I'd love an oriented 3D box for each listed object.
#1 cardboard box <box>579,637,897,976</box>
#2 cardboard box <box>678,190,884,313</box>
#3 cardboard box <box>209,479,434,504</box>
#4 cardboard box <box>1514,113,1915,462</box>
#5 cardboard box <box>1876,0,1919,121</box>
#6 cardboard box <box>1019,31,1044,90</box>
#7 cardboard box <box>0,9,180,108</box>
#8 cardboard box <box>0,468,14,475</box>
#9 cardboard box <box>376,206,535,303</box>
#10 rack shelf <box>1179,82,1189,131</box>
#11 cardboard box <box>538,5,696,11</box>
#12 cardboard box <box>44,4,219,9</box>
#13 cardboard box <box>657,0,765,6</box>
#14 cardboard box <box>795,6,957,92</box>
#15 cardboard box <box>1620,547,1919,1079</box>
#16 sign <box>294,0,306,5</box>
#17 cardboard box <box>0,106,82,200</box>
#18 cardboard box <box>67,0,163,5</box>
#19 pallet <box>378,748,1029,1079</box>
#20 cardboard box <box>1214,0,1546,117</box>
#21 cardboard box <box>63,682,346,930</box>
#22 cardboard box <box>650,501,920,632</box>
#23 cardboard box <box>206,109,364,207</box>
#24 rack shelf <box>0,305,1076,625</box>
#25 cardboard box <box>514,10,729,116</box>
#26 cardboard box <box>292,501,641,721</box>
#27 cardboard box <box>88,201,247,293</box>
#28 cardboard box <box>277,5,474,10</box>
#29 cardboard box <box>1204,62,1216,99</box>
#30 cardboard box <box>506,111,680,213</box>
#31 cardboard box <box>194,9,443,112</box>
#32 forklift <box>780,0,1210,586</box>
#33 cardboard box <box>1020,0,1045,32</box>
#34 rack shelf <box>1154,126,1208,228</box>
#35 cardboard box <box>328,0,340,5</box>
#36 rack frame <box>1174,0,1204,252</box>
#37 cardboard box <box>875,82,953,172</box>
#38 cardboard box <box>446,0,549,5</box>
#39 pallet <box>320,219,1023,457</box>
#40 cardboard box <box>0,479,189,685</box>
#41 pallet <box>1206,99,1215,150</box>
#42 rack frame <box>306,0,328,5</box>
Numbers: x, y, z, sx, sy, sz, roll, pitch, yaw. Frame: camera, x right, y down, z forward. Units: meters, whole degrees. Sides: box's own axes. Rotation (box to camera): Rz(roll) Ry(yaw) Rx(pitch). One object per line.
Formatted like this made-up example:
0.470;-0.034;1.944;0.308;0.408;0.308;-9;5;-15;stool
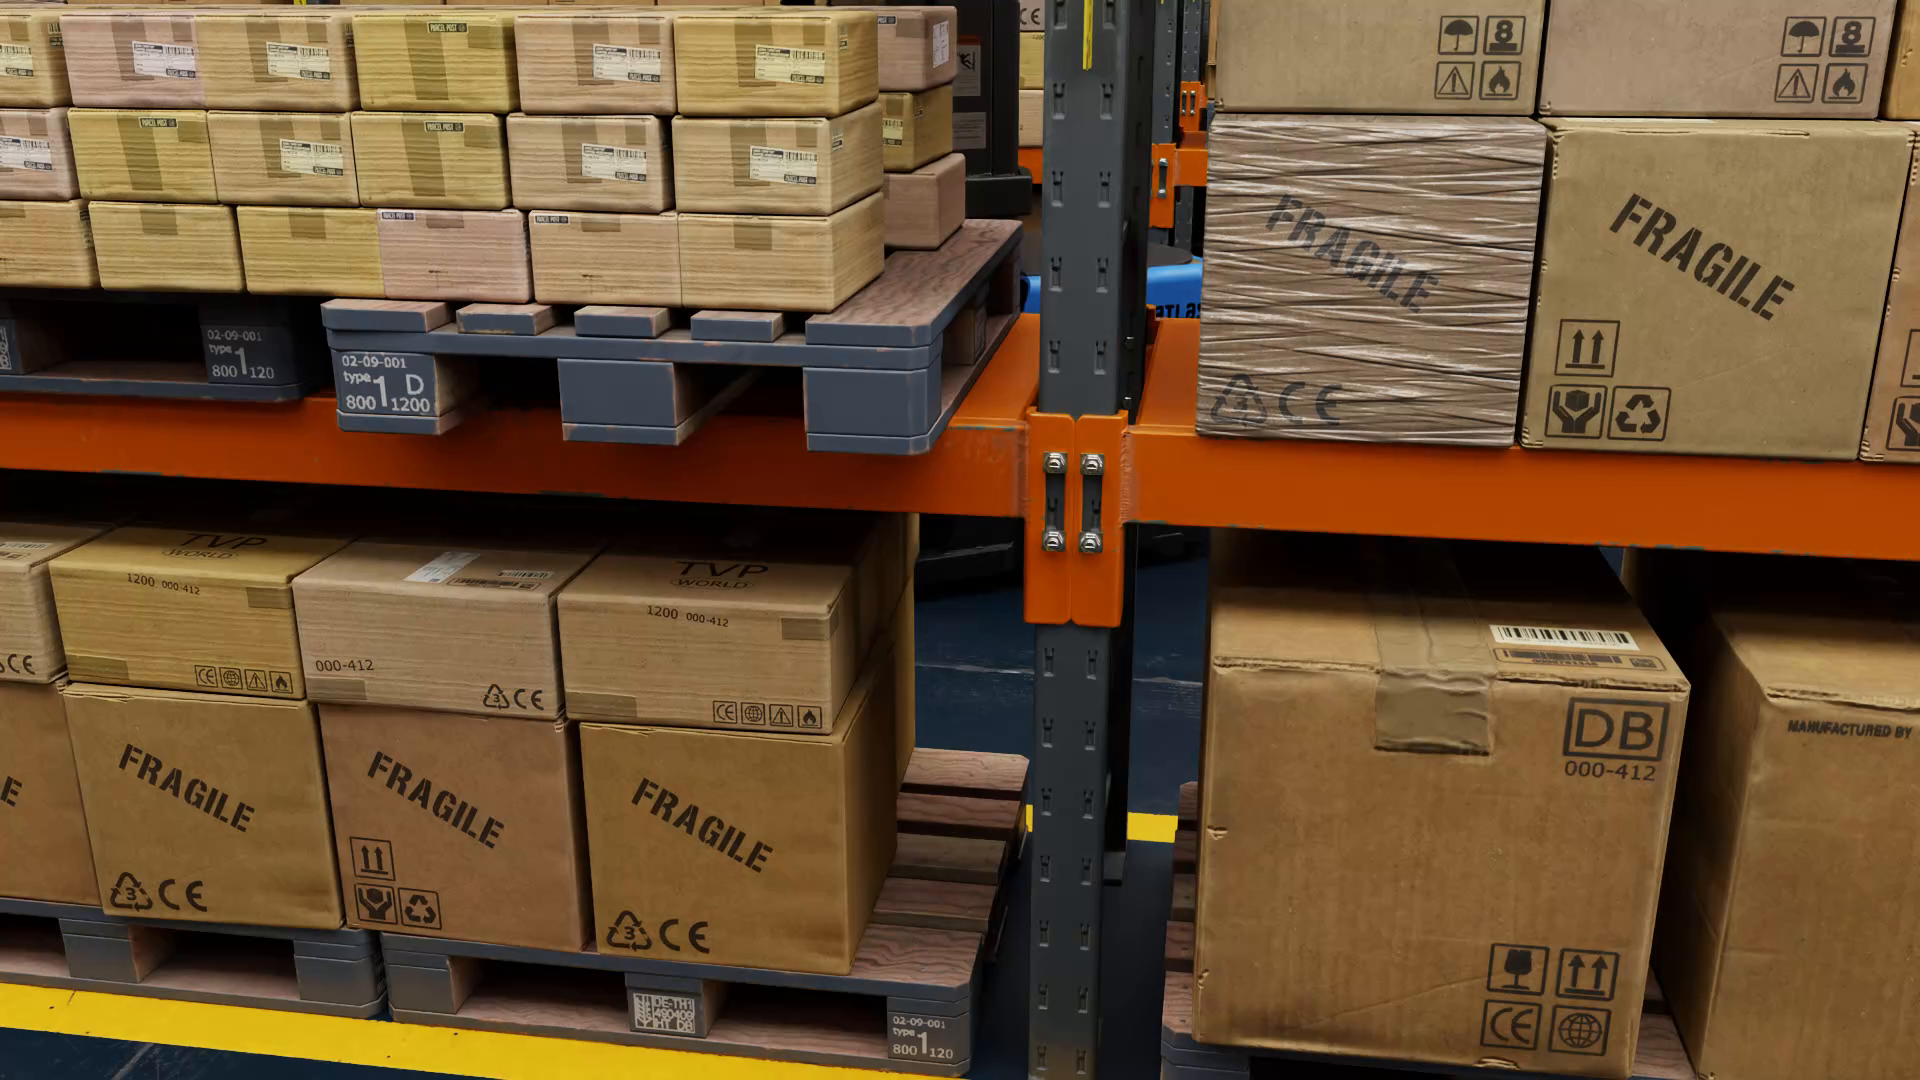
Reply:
-0.420;0.505;3.345;0.500;0.500;0.500;3;19;8;cardboard box
-0.289;-0.491;2.778;0.250;0.149;0.380;3;19;10;cardboard box
-1.359;-0.065;3.865;0.500;0.250;0.500;3;19;9;cardboard box
1.174;-0.446;2.751;0.500;0.500;0.500;3;19;8;cardboard box
1.719;-0.976;2.759;0.500;0.500;0.700;3;19;8;cardboard box
0.438;-2.197;7.590;0.500;0.250;0.500;3;19;8;cardboard box
-1.562;-0.839;2.881;0.250;0.149;0.380;4;19;11;cardboard box
-2.398;-0.113;4.008;0.500;0.250;0.500;4;19;11;cardboard box
-0.788;-0.517;2.855;0.250;0.149;0.380;3;19;10;cardboard box
-0.235;-3.401;12.874;4.000;0.370;1.077;3;19;9;rack shelf
-0.662;-1.003;3.369;0.250;0.149;0.380;3;19;8;cardboard box
-1.698;-1.056;3.528;0.250;0.149;0.380;3;19;8;cardboard box
-1.091;-2.630;7.702;0.500;0.500;0.500;3;19;8;cardboard box
-0.159;-0.977;3.291;0.250;0.149;0.380;3;19;9;cardboard box
1.721;0.439;3.147;0.750;0.750;1.050;3;19;9;cardboard box
-3.080;-2.562;7.743;0.005;0.325;0.100;3;19;9;sign
-1.563;-0.698;2.927;0.250;0.149;0.380;3;19;10;cardboard box
-4.003;-2.774;8.134;0.500;0.500;0.500;3;19;8;cardboard box
-0.501;0.752;3.722;1.213;0.211;1.003;3;19;9;pallet
0.712;-1.026;2.909;0.500;0.500;0.700;3;19;8;cardboard box
-1.457;0.456;3.491;0.500;0.500;0.500;2;19;6;cardboard box
-0.372;-0.010;3.702;0.500;0.250;0.500;2;19;6;cardboard box
-1.060;-0.672;2.849;0.250;0.149;0.380;3;19;9;cardboard box
-1.704;-0.290;3.576;4.000;0.370;1.077;3;19;9;rack shelf
-0.533;-0.787;2.724;0.250;0.149;0.380;3;19;8;cardboard box
-0.946;0.126;3.295;0.500;0.250;0.500;3;19;9;cardboard box
-1.300;-0.544;2.935;0.250;0.149;0.380;2;19;6;cardboard box
-1.191;-1.029;3.449;0.250;0.149;0.380;4;19;11;cardboard box
1.248;-2.092;7.561;0.250;0.149;0.380;2;19;5;cardboard box
-0.553;-0.647;2.773;0.250;0.149;0.380;4;19;11;cardboard box
-1.056;-0.812;2.800;0.250;0.149;0.380;3;19;10;cardboard box
-0.616;-1.296;5.557;3.031;2.935;1.130;-8;20;-22;forklift
0.404;-2.552;7.469;0.500;0.500;0.500;2;19;7;cardboard box
2.931;-1.644;7.624;4.000;0.370;1.077;3;19;9;rack shelf
-3.425;-2.909;8.536;0.500;0.500;0.500;3;19;9;cardboard box
1.740;-3.641;12.459;0.127;3.000;1.000;3;19;9;rack frame
-0.174;-0.839;3.347;0.250;0.149;0.380;4;19;11;cardboard box
-2.098;-2.680;7.852;0.500;0.500;0.500;3;19;8;cardboard box
-0.450;-0.442;3.199;1.003;0.211;1.213;3;19;9;pallet
-1.962;0.072;3.456;0.500;0.250;0.500;4;19;11;cardboard box
1.677;-1.993;7.834;1.003;0.211;1.213;3;19;9;pallet
-2.993;-2.288;8.412;0.127;3.000;1.000;3;19;9;rack frame
